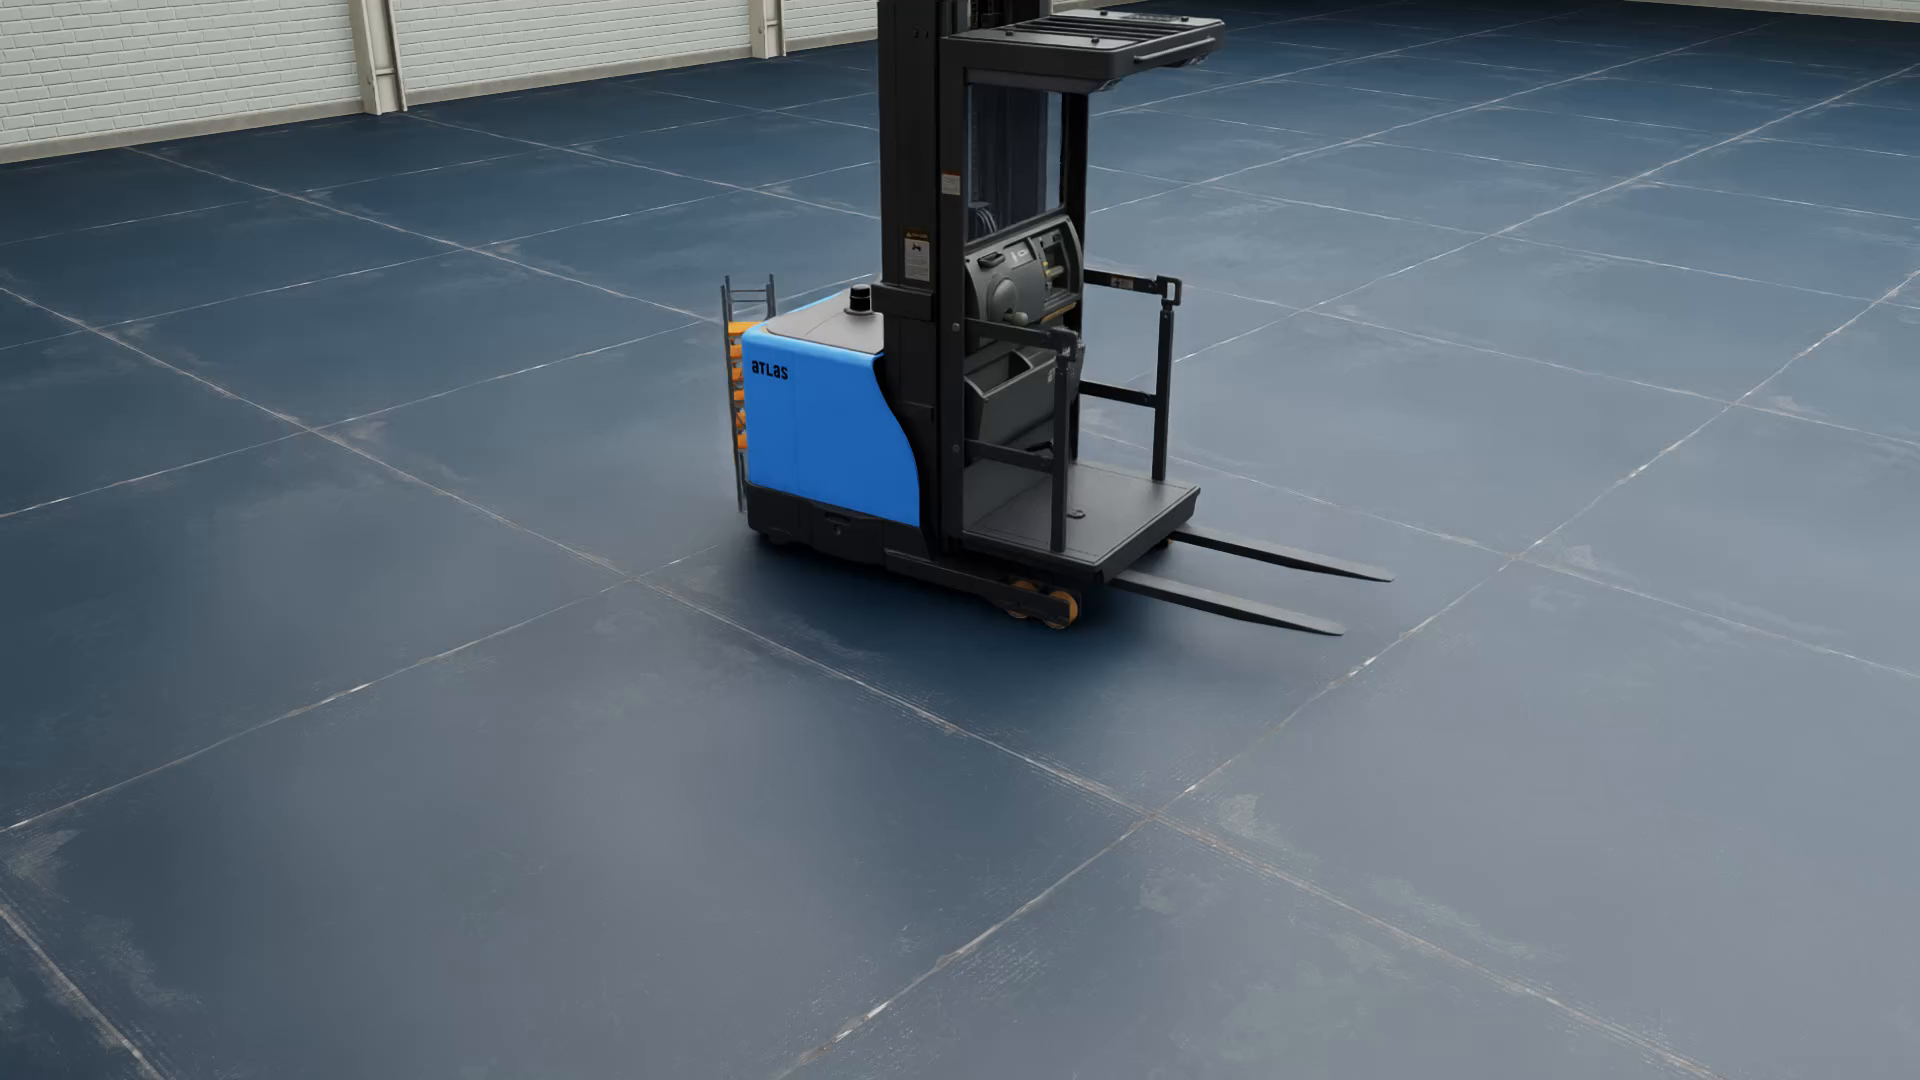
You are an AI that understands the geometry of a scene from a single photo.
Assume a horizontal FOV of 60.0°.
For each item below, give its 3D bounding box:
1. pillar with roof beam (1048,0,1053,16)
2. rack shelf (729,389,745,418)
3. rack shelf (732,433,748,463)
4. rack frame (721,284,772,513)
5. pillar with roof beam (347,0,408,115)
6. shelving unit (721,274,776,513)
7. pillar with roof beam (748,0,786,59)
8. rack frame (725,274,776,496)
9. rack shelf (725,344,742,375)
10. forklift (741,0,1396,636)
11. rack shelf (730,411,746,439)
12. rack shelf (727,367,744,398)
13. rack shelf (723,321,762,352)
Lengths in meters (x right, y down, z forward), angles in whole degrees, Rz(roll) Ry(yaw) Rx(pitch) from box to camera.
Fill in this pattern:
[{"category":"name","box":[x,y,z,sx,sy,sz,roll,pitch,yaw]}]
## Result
[{"category":"pillar with roof beam","box":[4.506,-11.595,23.112,9.100,9.000,0.400,20,31,38]},{"category":"rack shelf","box":[-1.031,-0.689,8.423,0.258,0.103,0.180,-2,24,0]},{"category":"rack shelf","box":[-1.026,-0.470,8.521,0.258,0.103,0.180,-2,24,0]},{"category":"rack frame","box":[-1.030,-0.693,8.321,0.240,1.200,0.006,-2,24,0]},{"category":"pillar with roof beam","box":[-3.503,-7.939,14.958,9.100,9.000,0.400,20,31,38]},{"category":"shelving unit","box":[-1.032,-0.730,8.405,0.258,1.200,0.189,-2,24,0]},{"category":"pillar with roof beam","box":[0.502,-9.767,19.035,9.100,9.000,0.400,20,31,38]},{"category":"rack frame","box":[-1.034,-0.767,8.488,0.240,1.200,0.006,-2,24,0]},{"category":"rack shelf","box":[-1.036,-0.908,8.325,0.258,0.103,0.180,-2,24,0]},{"category":"forklift","box":[0.469,-1.190,7.321,3.031,2.935,1.130,15,28,29]},{"category":"rack shelf","box":[-1.029,-0.580,8.472,0.258,0.103,0.180,-2,24,0]},{"category":"rack shelf","box":[-1.034,-0.799,8.374,0.258,0.103,0.180,-2,24,0]},{"category":"rack shelf","box":[-1.039,-1.018,8.275,0.258,0.103,0.180,-2,24,0]}]
